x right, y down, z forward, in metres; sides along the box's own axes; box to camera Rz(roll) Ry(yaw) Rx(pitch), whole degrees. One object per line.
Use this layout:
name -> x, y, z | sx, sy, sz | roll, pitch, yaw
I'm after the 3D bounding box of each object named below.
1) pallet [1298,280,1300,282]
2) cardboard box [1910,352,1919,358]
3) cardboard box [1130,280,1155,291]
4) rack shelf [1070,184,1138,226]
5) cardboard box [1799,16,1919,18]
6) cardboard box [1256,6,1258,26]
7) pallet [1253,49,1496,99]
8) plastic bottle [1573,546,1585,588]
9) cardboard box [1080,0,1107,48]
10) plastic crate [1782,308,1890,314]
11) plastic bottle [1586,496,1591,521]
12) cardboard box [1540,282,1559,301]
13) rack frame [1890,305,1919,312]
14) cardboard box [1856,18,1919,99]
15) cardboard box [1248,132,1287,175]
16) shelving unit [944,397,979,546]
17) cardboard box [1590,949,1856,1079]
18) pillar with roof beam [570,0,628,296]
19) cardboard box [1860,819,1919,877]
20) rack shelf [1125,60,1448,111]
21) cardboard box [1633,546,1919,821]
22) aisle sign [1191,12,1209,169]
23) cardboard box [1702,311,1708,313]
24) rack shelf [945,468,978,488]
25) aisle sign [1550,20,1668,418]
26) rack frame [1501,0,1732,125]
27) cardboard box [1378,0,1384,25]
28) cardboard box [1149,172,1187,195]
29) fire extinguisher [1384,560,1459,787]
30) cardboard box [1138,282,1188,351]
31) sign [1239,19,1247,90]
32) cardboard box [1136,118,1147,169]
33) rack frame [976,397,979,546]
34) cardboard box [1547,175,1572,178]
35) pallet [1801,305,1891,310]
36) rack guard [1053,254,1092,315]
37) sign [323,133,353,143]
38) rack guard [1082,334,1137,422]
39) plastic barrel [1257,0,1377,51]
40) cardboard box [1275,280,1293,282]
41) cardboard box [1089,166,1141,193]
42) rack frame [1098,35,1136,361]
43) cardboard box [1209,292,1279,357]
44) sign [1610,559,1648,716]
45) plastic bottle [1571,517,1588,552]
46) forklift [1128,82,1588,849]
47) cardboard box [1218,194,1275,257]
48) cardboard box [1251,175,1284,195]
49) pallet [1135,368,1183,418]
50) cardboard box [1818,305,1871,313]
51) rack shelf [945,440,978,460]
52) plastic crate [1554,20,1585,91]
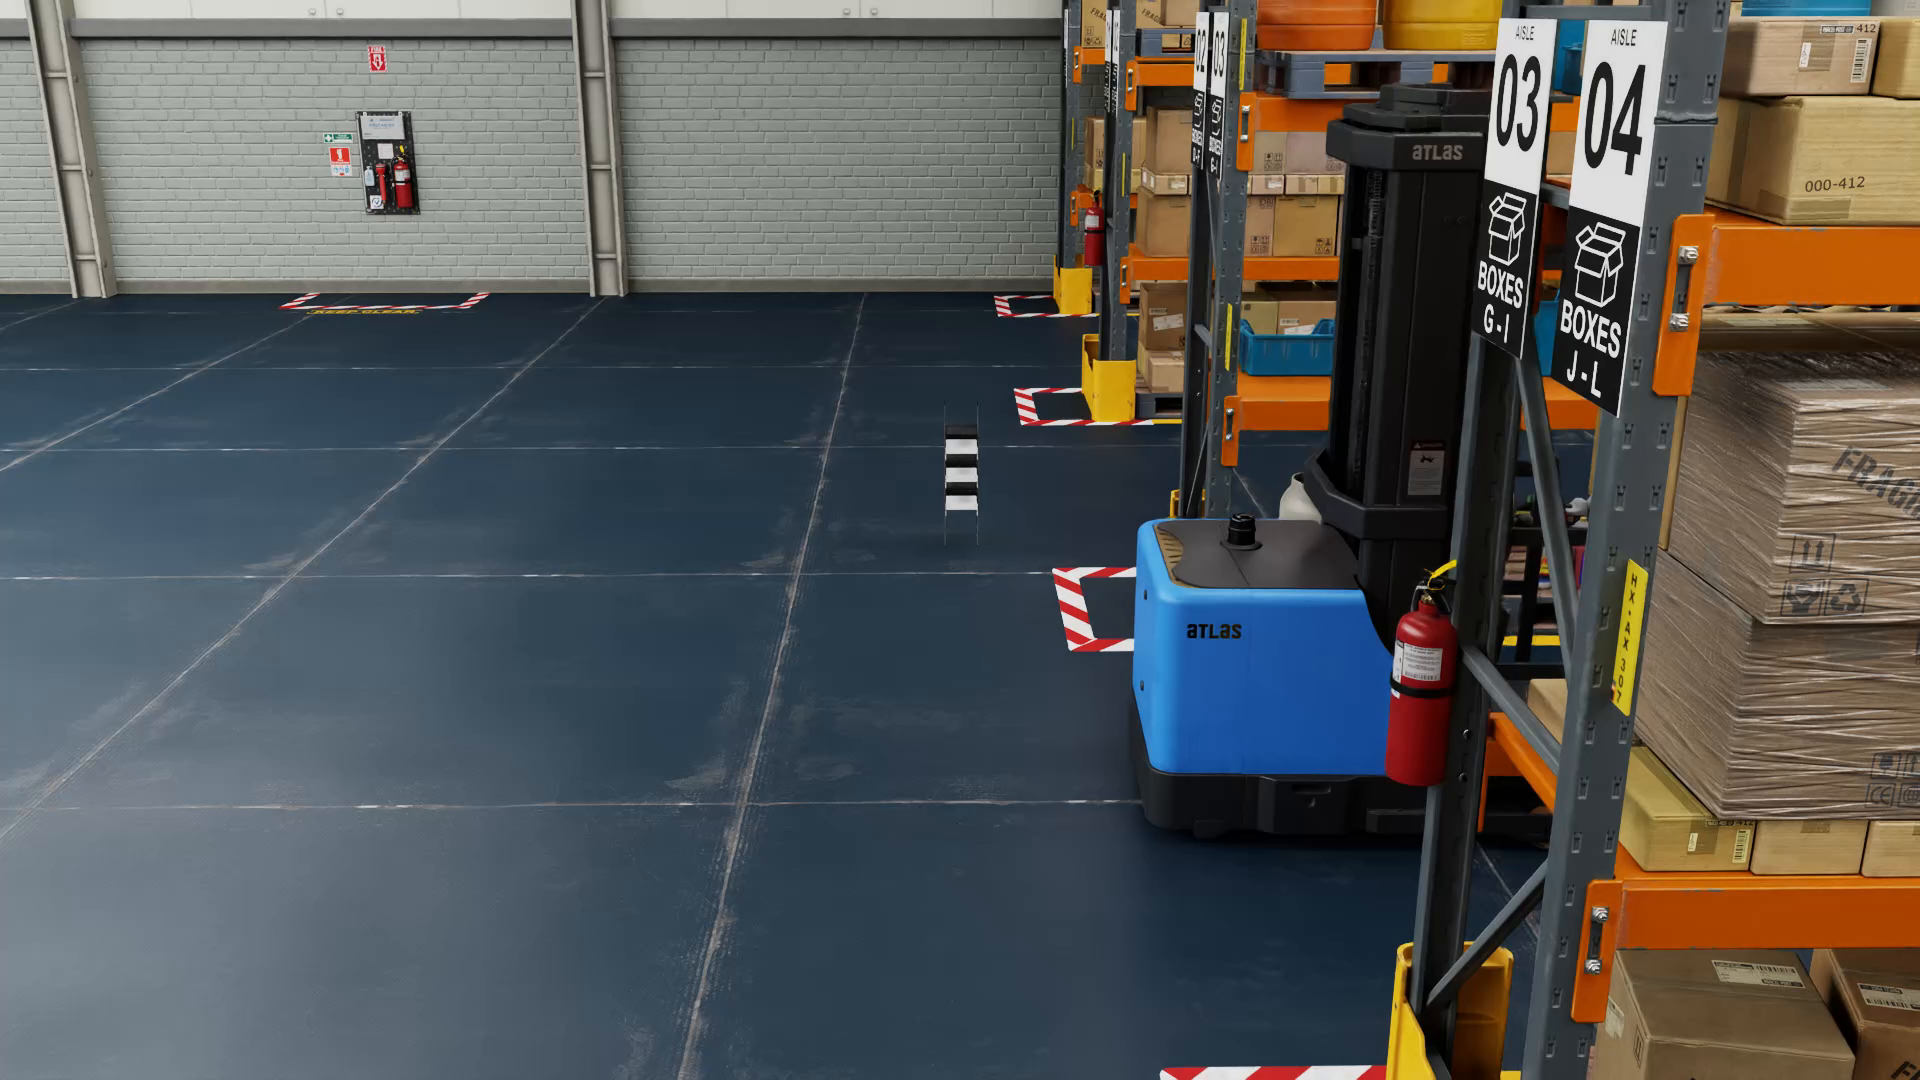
pallet -> 4.519, -2.760, 18.807 | 1.213, 0.211, 1.003 | 0, 18, -1
cardboard box -> 2.479, -0.129, 3.752 | 0.500, 0.500, 0.500 | 0, 18, -1
cardboard box -> 1.884, -2.988, 18.632 | 0.500, 0.311, 0.500 | -2, 18, -7
rack shelf -> 3.190, -3.750, 18.504 | 4.000, 0.370, 1.077 | 0, 18, -1
cardboard box -> 2.232, -1.188, 4.022 | 0.250, 0.149, 0.380 | -1, 18, -3
cardboard box -> 2.451, -4.097, 12.992 | 0.250, 0.149, 0.380 | 0, 18, -1
pallet -> 2.175, -2.369, 8.422 | 1.213, 0.211, 1.003 | 0, 18, -1
plastic bottle -> 3.391, 0.118, 8.996 | 0.133, 0.283, 0.061 | 0, 18, 0
cardboard box -> 1.529, -5.493, 17.655 | 0.500, 0.500, 0.500 | 0, 18, 1
plastic crate -> 4.821, -1.083, 9.115 | 0.504, 0.338, 0.767 | 0, 18, -1
plastic bottle -> 3.733, -0.143, 9.700 | 0.185, 0.351, 0.144 | 0, 18, 1
cardboard box -> 4.803, -1.930, 14.240 | 0.500, 0.500, 0.500 | 0, 18, -1
rack frame -> 5.346, -1.076, 8.992 | 0.127, 3.000, 1.000 | 0, 18, -1
cardboard box -> 1.965, -0.993, 3.416 | 0.250, 0.149, 0.380 | 0, 18, 0
cardboard box -> 2.318, -3.238, 13.443 | 0.500, 0.500, 0.700 | -1, 18, -2
shelving unit -> 0.008, -0.429, 10.410 | 0.210, 0.900, 0.258 | 0, 18, -1
cardboard box -> 2.050, 1.448, 4.527 | 0.500, 0.500, 0.500 | 3, 18, 9
pillar with roof beam -> -4.055, -5.863, 14.093 | 0.400, 9.000, 9.100 | 0, 18, -1
cardboard box -> 2.214, 0.655, 4.007 | 0.250, 0.149, 0.380 | 0, 18, -1
rack shelf -> 3.272, -3.665, 13.330 | 4.000, 0.370, 1.077 | 0, 18, -1
cardboard box -> 1.975, 0.272, 4.138 | 0.500, 0.500, 0.875 | 0, 18, -1
aisle sign -> 1.270, -2.385, 8.816 | 0.004, 0.787, 0.394 | 0, 18, -1
cardboard box -> 6.192, -1.841, 14.271 | 0.500, 0.311, 0.500 | 0, 18, 1
rack shelf -> 0.008, -0.397, 10.420 | 0.200, 0.077, 0.258 | 0, 18, -1
aisle sign -> 1.368, -0.690, 3.533 | 0.004, 0.787, 0.394 | 0, 18, -1
rack frame -> 1.425, -2.401, 3.300 | 0.127, 3.000, 1.000 | 0, 18, -1
cardboard box -> 3.623, -4.364, 13.244 | 0.637, 0.503, 0.797 | 2, 18, 5
cardboard box -> 1.668, -2.862, 13.334 | 0.250, 0.149, 0.380 | 0, 18, -1
fire extinguisher -> 1.303, 0.352, 4.665 | 0.183, 0.674, 0.296 | 0, 18, -1
cardboard box -> 1.804, -1.911, 14.181 | 0.500, 0.500, 0.500 | 0, 18, -1
sign -> 1.351, -2.322, 7.948 | 0.005, 0.325, 0.100 | 0, 18, -1
cardboard box -> 2.167, -4.288, 17.988 | 0.500, 0.500, 0.500 | 0, 18, -1
rack frame -> 0.110, -0.429, 10.412 | 0.006, 0.900, 0.240 | 0, 18, -1
cardboard box -> 4.756, -2.878, 13.384 | 0.250, 0.149, 0.380 | -1, 18, -2
pallet -> 9.979, -2.774, 18.851 | 1.213, 0.211, 1.003 | 0, 18, -1
rack guard -> 1.266, -2.893, 18.747 | 0.348, 0.500, 1.175 | 0, 18, -1
sign -> -7.144, -4.617, 19.102 | 0.331, 0.109, 0.001 | 0, 18, -1
rack guard -> 1.248, -1.379, 14.029 | 0.348, 0.500, 1.175 | 0, 18, -1
plastic barrel -> 1.831, -2.931, 8.472 | 0.708, 0.830, 0.600 | 0, 18, -1
cardboard box -> 3.590, -2.952, 18.788 | 0.250, 0.149, 0.380 | -2, 18, -5
cardboard box -> 1.683, -3.926, 18.089 | 0.500, 0.250, 0.500 | -1, 18, -2
rack frame -> 1.272, -2.570, 13.648 | 0.127, 3.000, 1.000 | 0, 18, -1
cardboard box -> 2.312, -1.755, 13.695 | 0.500, 0.500, 0.500 | 0, 18, -1
sign -> 1.434, 0.209, 3.567 | 0.005, 0.325, 0.100 | 0, 18, -1
plastic bottle -> 3.588, -0.032, 9.598 | 0.097, 0.201, 0.097 | 0, 18, 0
forklift -> 2.276, -0.318, 6.741 | 3.031, 2.935, 1.130 | 0, 18, 1
cardboard box -> 2.264, -2.620, 13.640 | 0.500, 0.500, 0.700 | 0, 18, 1
cardboard box -> 2.434, -2.866, 13.345 | 0.250, 0.149, 0.380 | -1, 18, -2
pallet -> 2.036, -1.259, 14.125 | 1.213, 0.211, 1.003 | 0, 18, -1
cardboard box -> 7.708, -1.846, 14.289 | 0.500, 0.311, 0.500 | -1, 18, -2
rack shelf -> 0.008, -0.568, 10.365 | 0.200, 0.077, 0.258 | 0, 18, -1
plastic crate -> 3.249, -2.579, 8.791 | 0.575, 0.384, 0.392 | 0, 18, -1
